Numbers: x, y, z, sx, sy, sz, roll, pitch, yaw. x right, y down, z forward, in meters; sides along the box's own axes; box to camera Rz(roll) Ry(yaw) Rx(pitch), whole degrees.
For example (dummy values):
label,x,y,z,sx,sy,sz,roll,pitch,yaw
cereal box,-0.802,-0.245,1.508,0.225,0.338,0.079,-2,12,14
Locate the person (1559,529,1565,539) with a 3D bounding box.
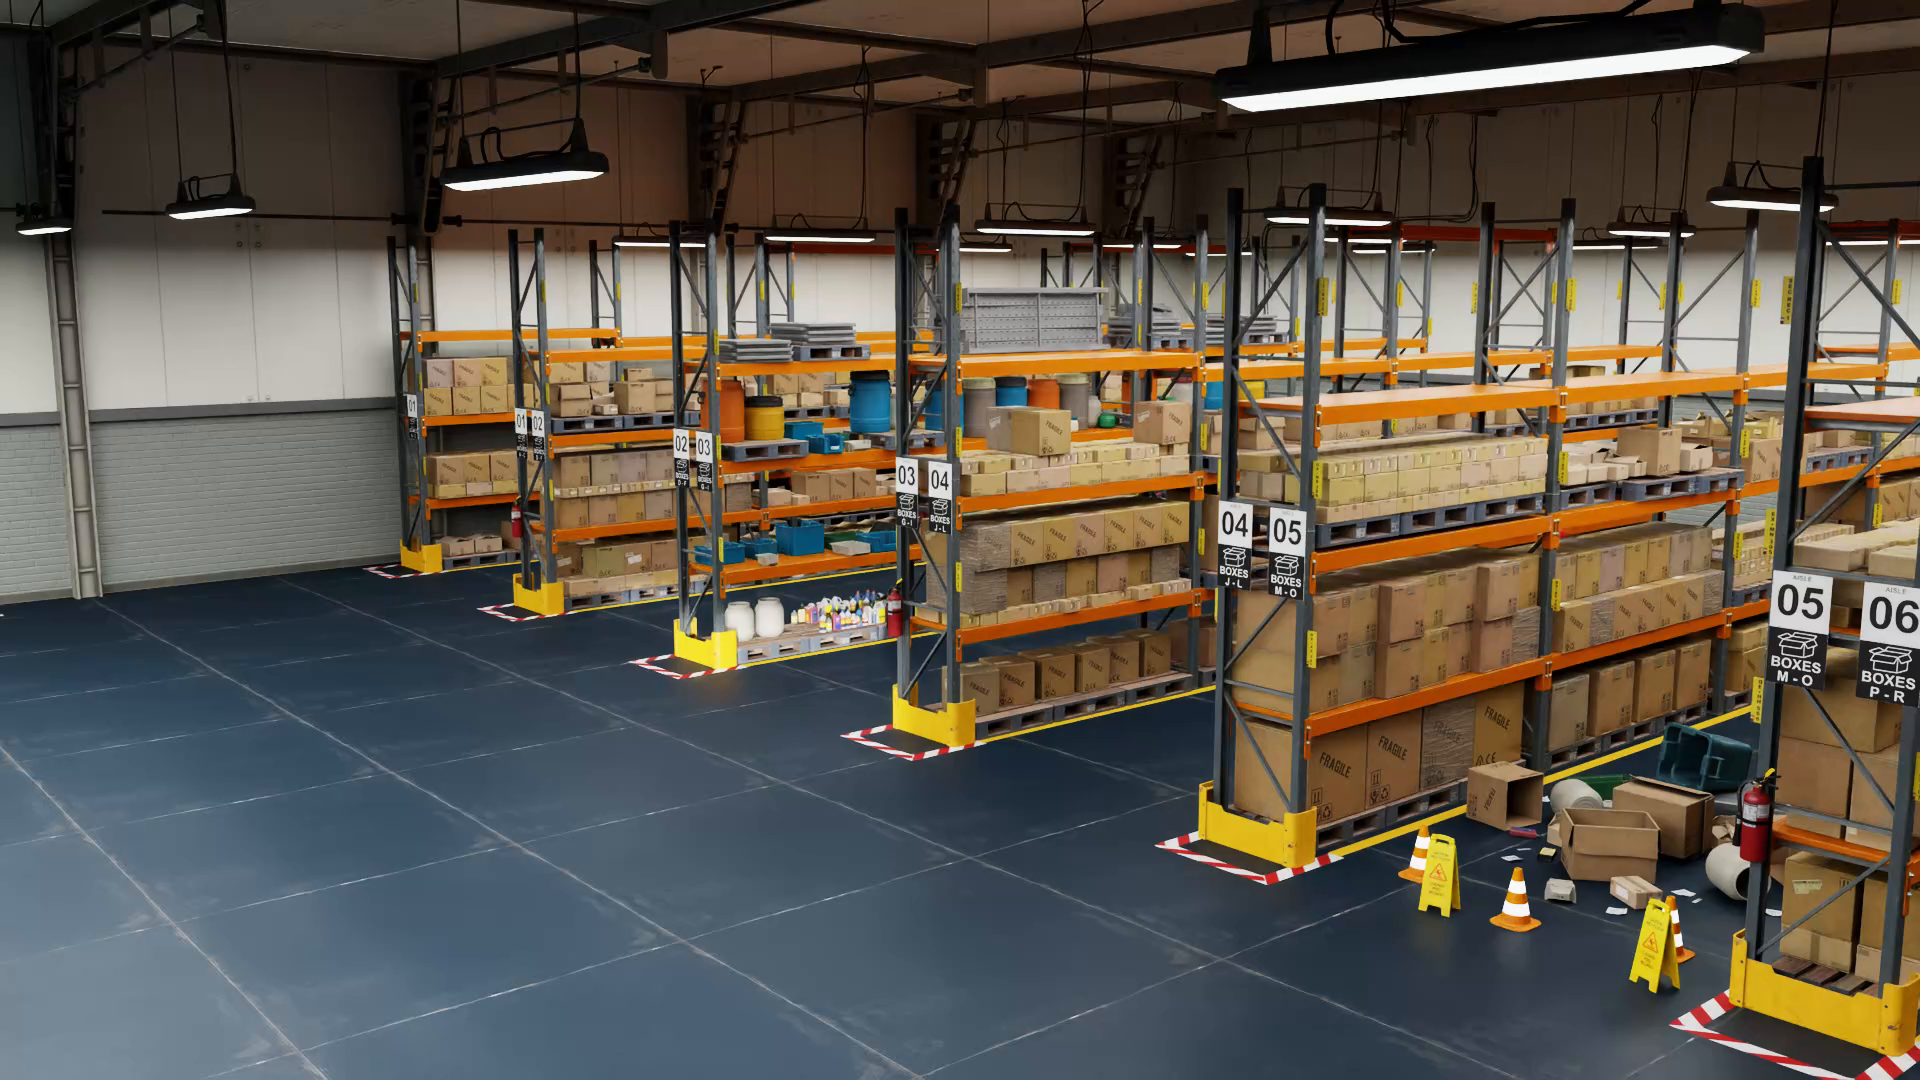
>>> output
label,x,y,z,sx,sy,sz,roll,pitch,yaw
person,8.785,0.637,24.183,0.664,1.680,0.691,-5,10,-30
